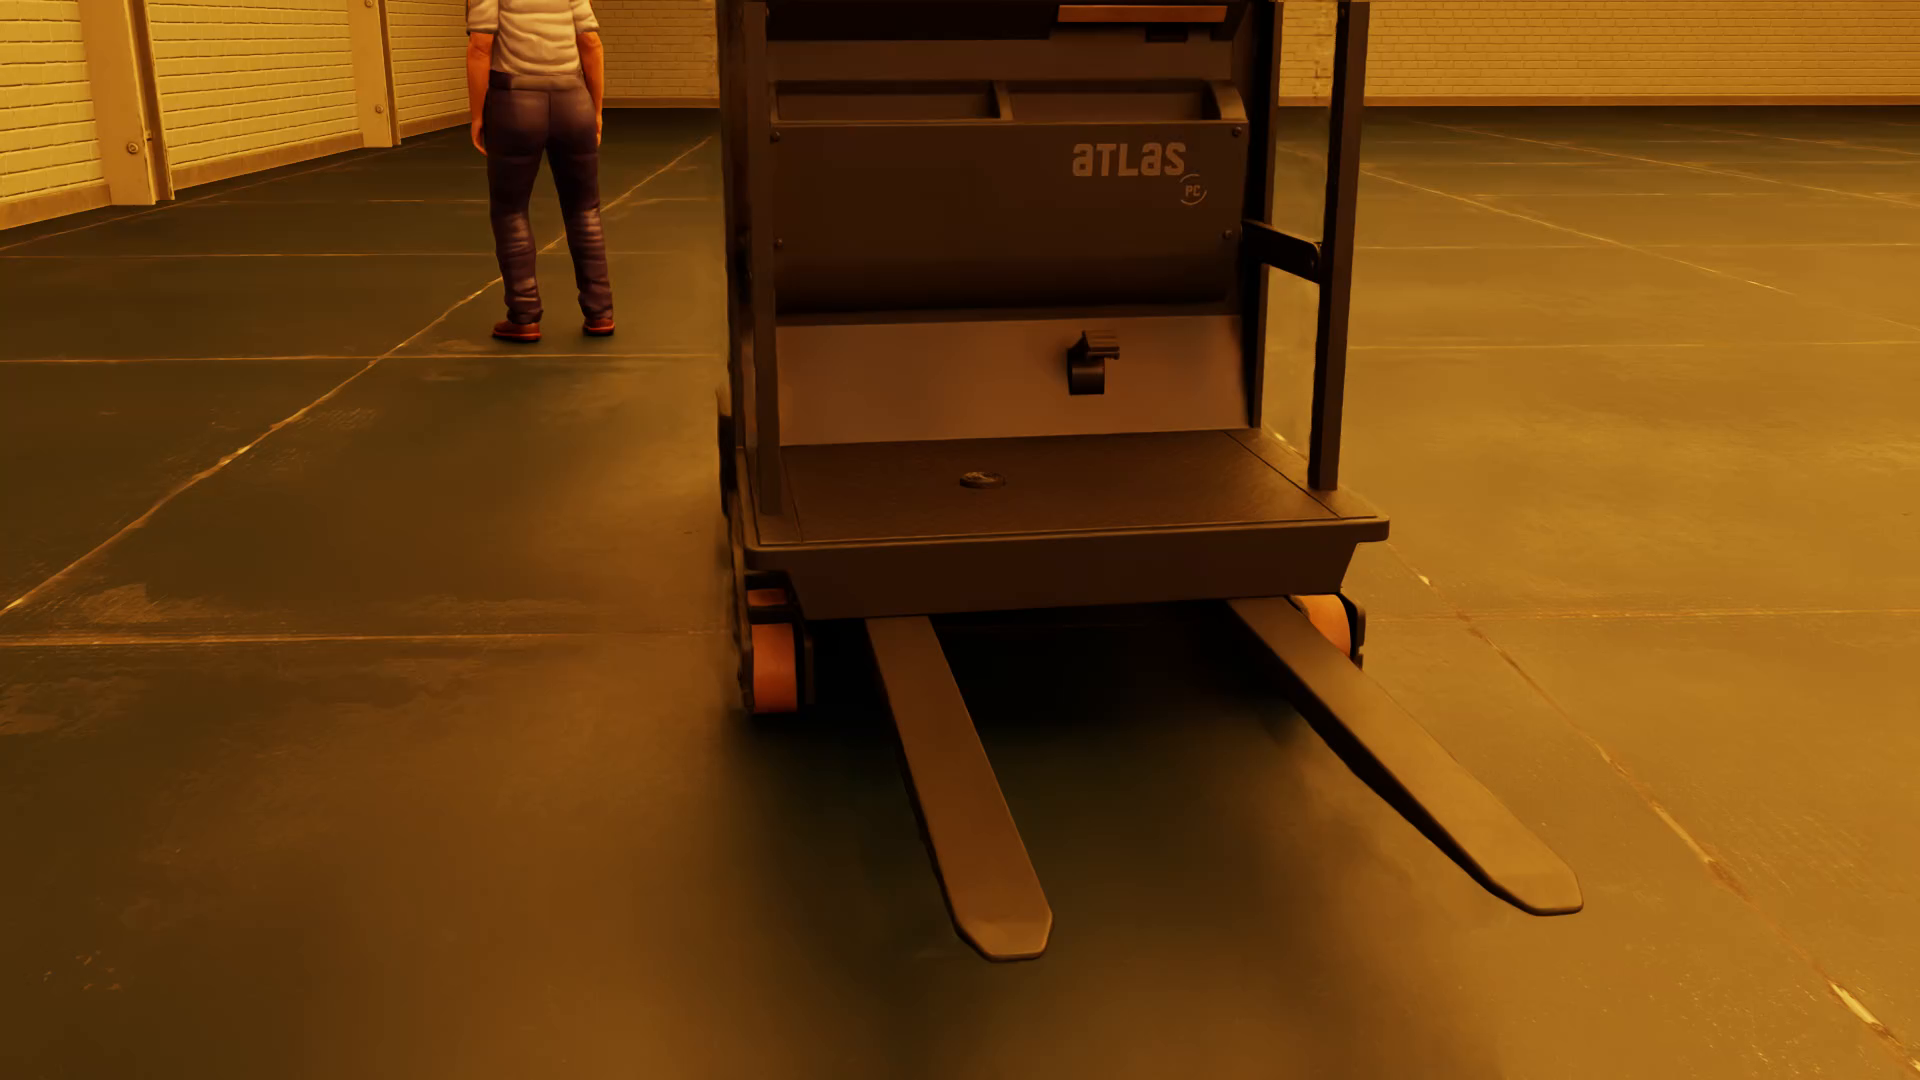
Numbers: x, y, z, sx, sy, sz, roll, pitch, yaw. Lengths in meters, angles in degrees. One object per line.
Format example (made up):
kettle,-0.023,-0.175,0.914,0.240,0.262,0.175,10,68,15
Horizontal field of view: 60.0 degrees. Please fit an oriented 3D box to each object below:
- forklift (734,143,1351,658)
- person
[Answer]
forklift,0.117,-1.205,2.847,1.121,2.935,3.031,-3,17,-9
person,-1.592,-1.591,6.304,0.543,1.651,0.372,-10,20,-29
